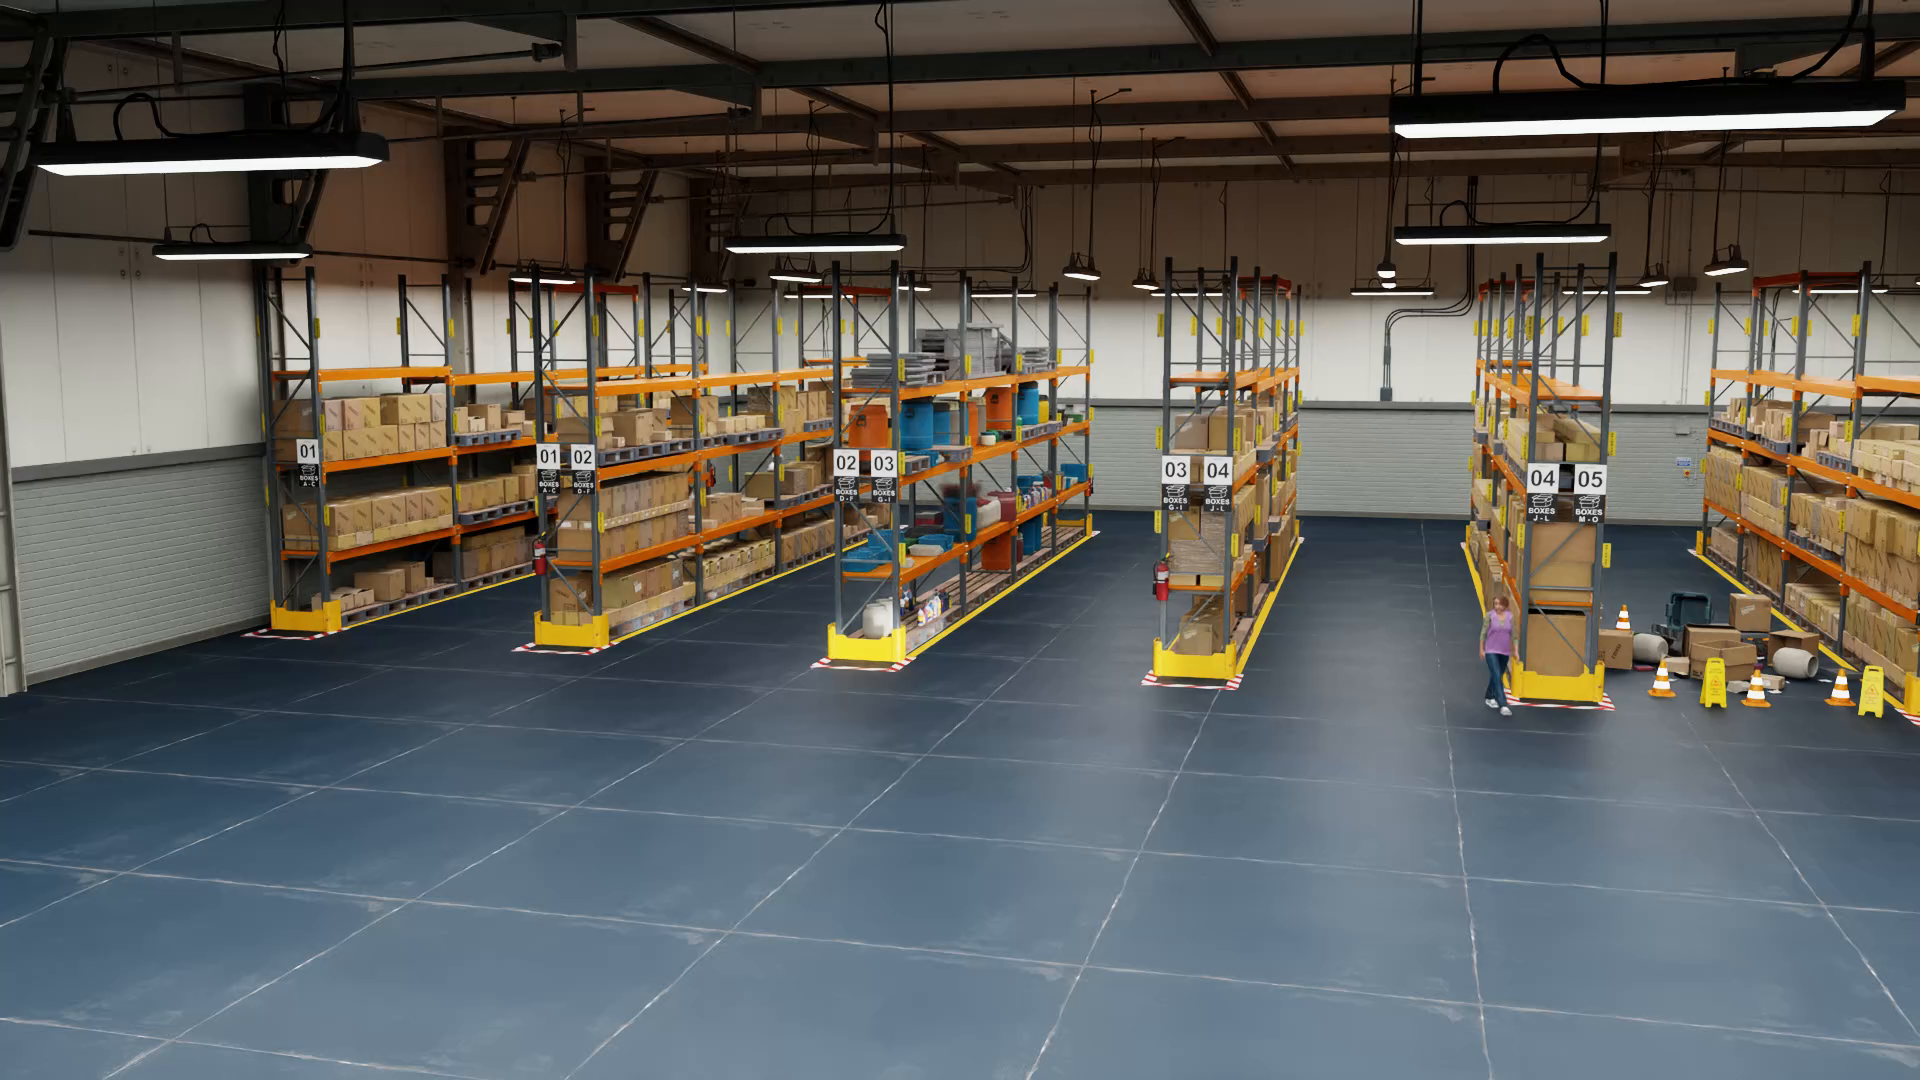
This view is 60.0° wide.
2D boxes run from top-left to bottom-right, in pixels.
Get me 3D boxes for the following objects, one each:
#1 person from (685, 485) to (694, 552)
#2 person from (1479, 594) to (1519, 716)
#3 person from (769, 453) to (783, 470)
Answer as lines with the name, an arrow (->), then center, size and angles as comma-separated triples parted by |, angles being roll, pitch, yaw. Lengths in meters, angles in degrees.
person -> -6.075, -0.478, 37.006 | 0.406, 1.553, 0.888 | 1, 7, 6
person -> 7.037, 1.477, 21.613 | 0.436, 1.559, 0.911 | -1, 7, -5
person -> -4.819, -1.431, 43.683 | 0.478, 1.763, 0.602 | 2, 7, 13
